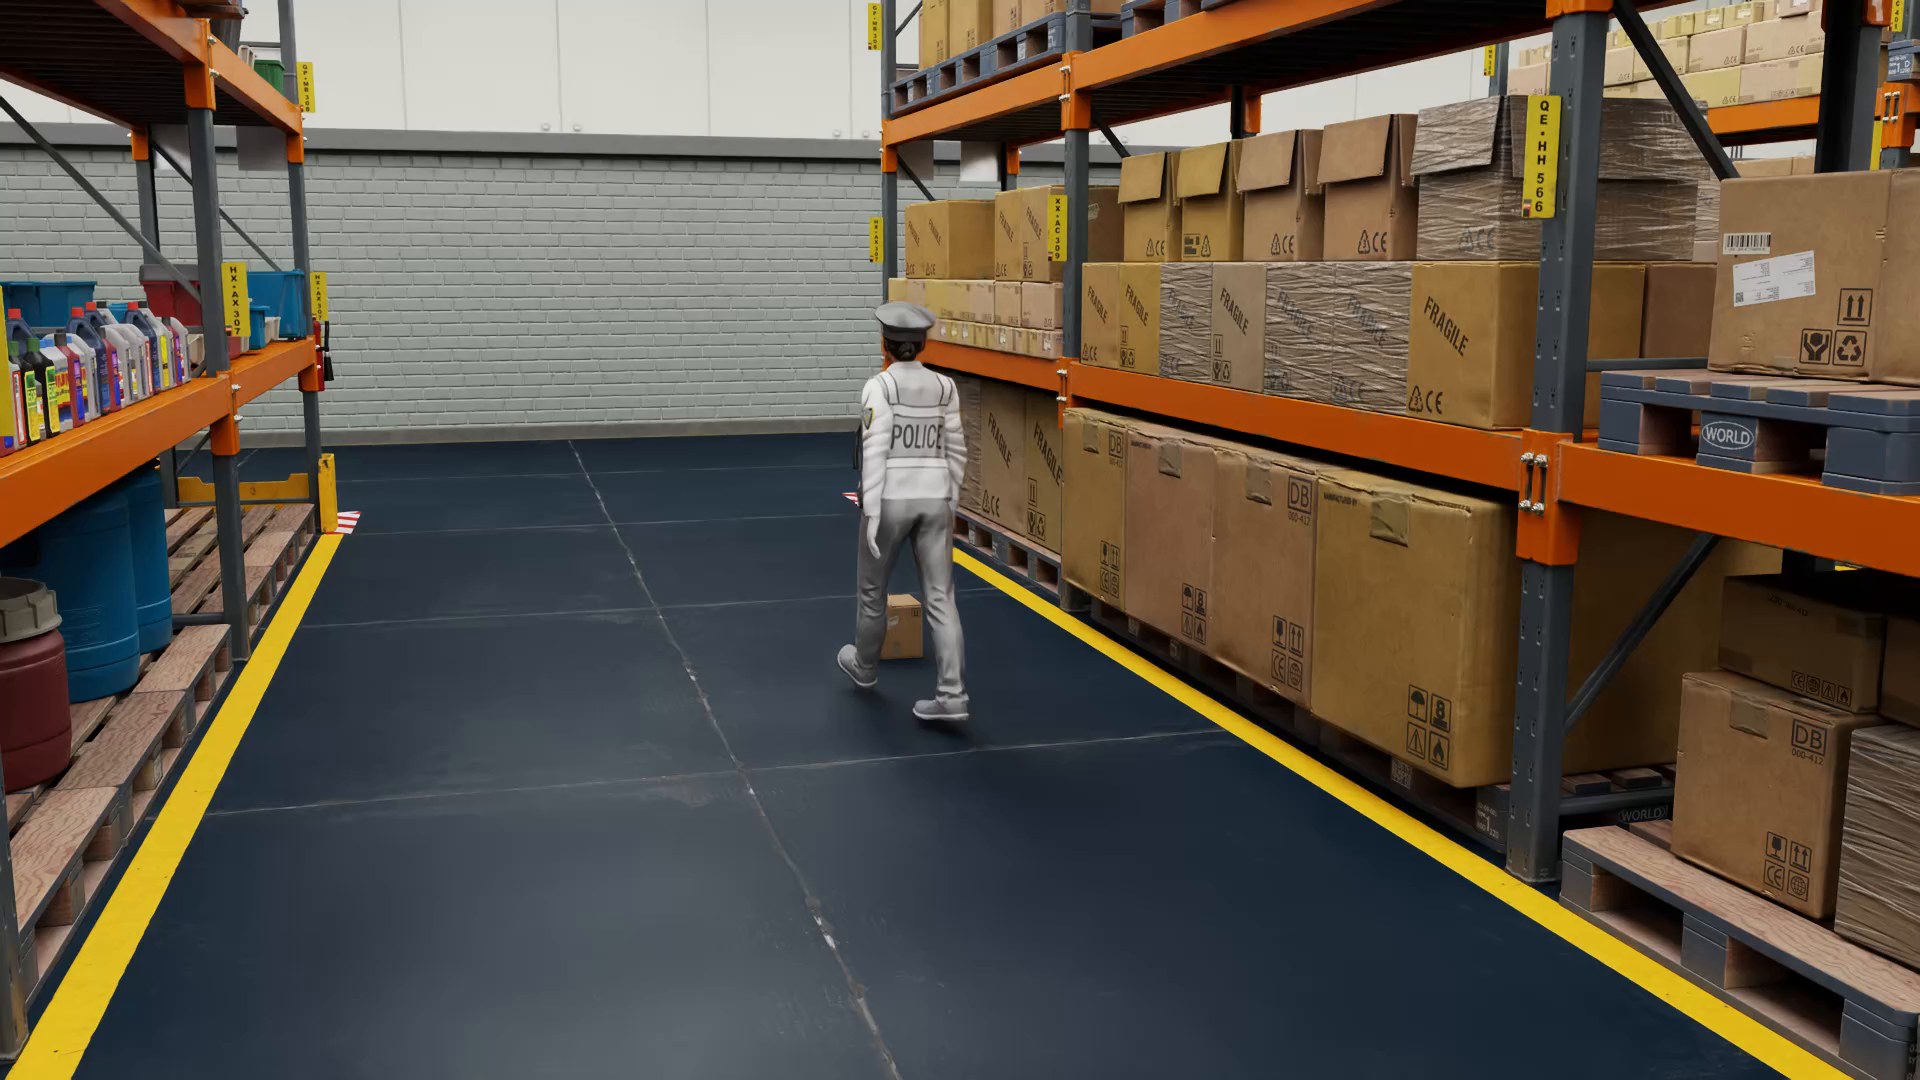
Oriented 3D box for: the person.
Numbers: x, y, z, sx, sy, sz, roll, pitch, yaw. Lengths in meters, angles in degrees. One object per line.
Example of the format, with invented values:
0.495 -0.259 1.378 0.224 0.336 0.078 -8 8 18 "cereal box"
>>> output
-0.207 -0.144 6.689 0.508 1.619 0.997 -4 10 -23 "person"
